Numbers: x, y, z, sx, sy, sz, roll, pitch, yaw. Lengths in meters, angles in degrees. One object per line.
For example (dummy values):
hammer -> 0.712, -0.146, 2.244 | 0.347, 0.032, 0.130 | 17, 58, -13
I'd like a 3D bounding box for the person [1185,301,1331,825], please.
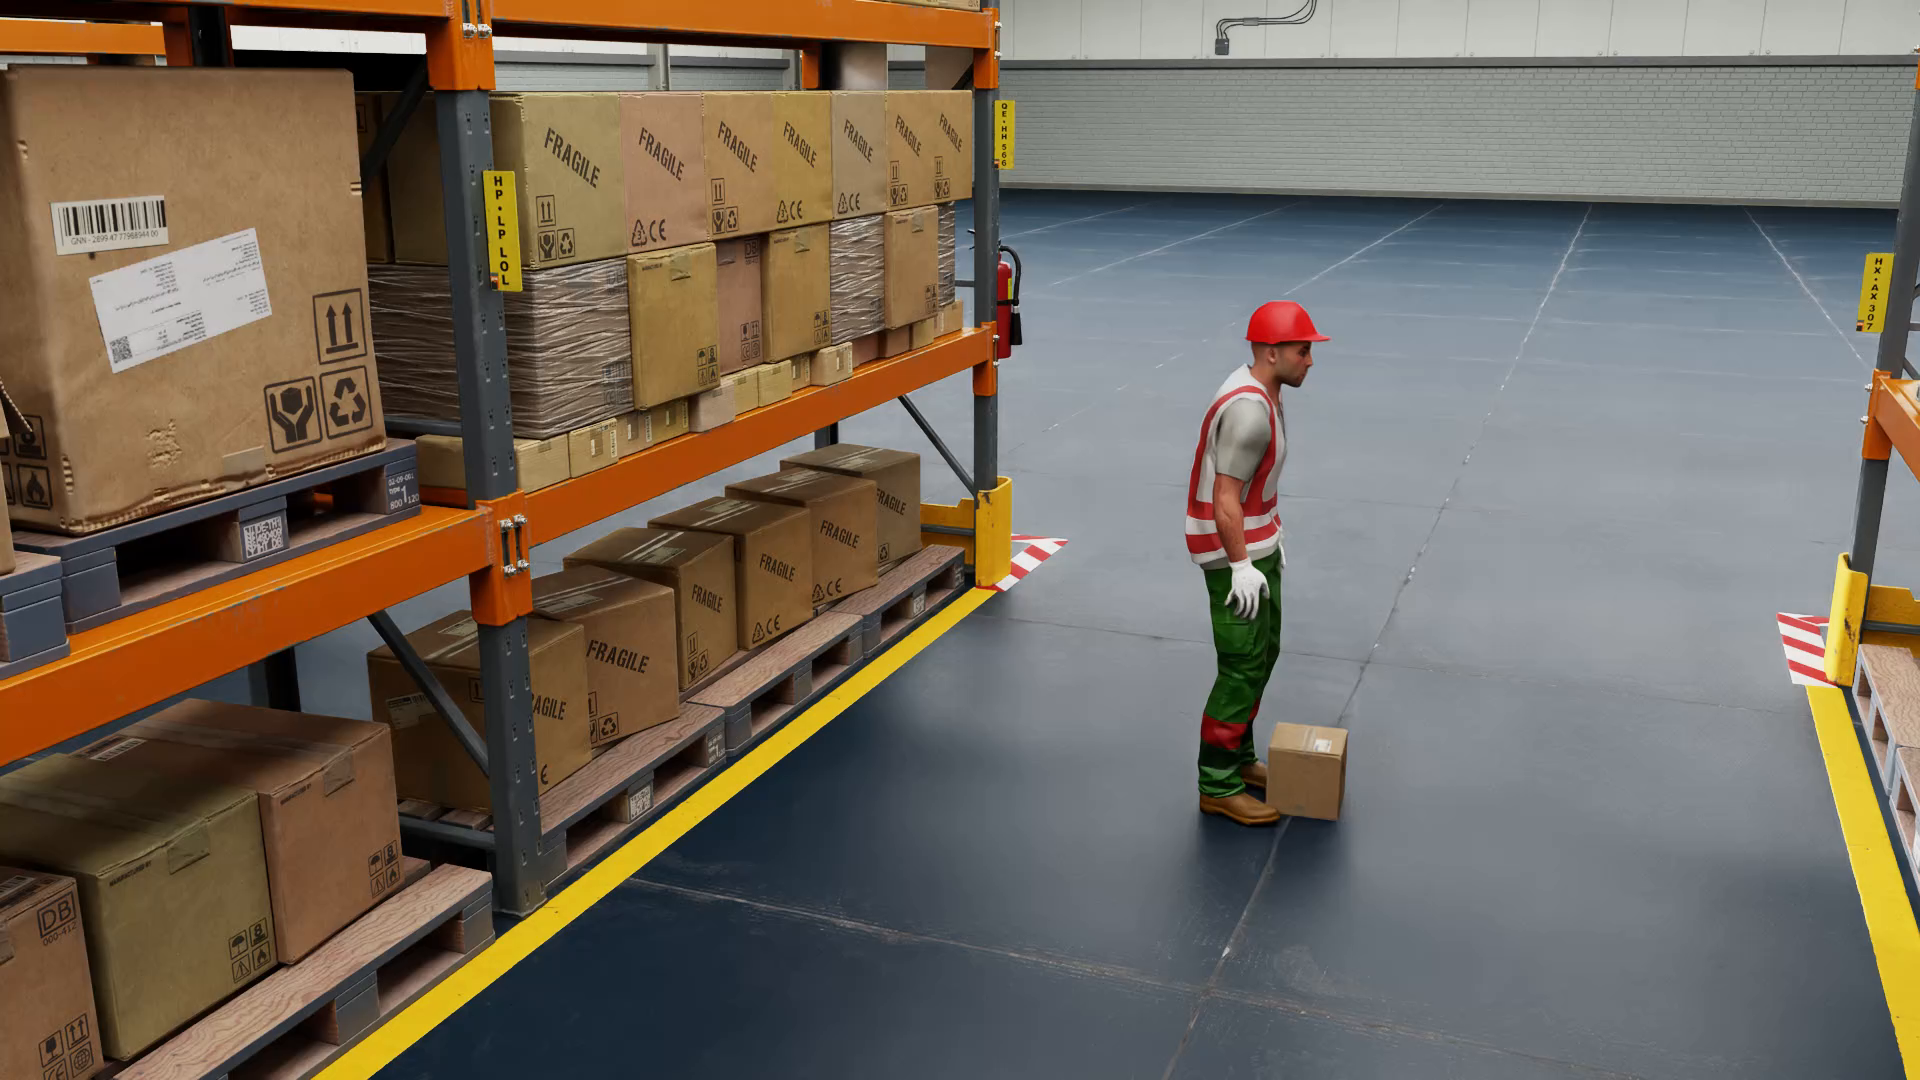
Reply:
person -> 1.013, 0.061, 5.772 | 0.449, 1.778, 0.595 | 5, 16, 19
